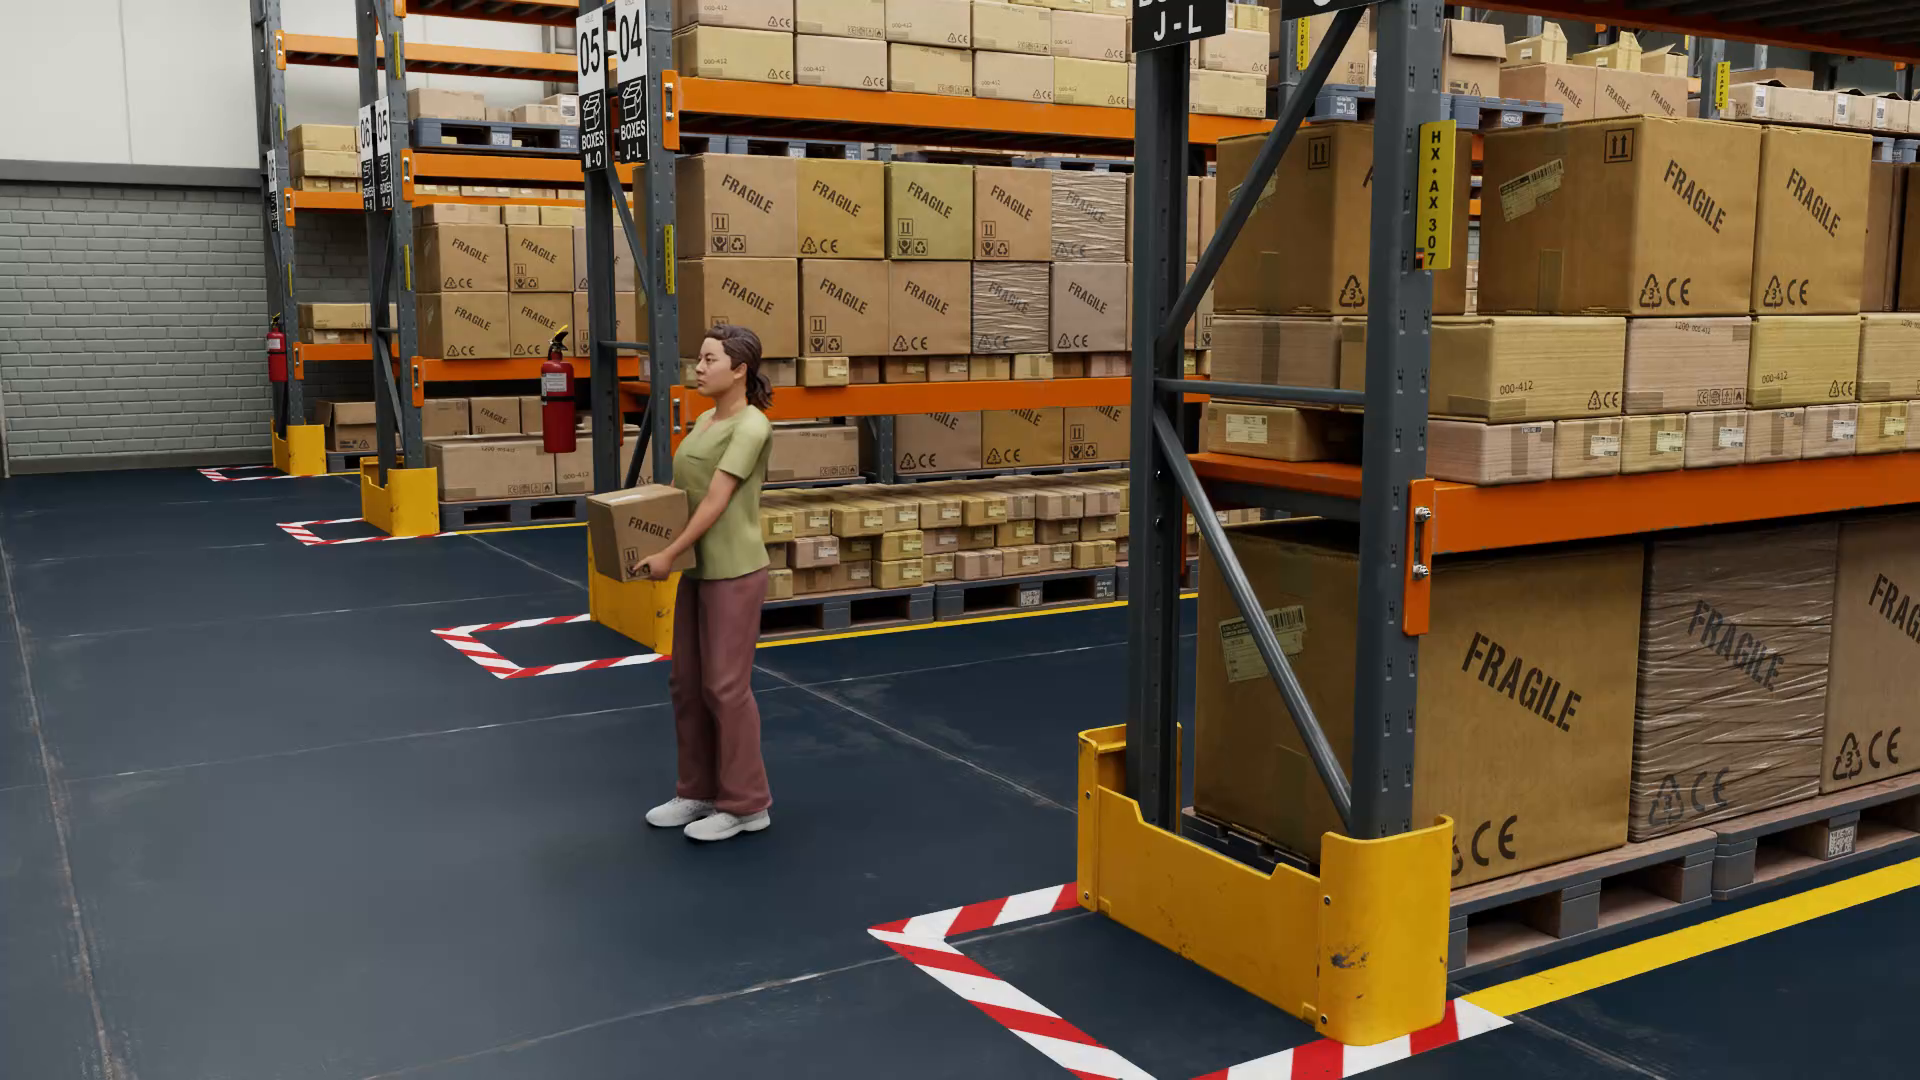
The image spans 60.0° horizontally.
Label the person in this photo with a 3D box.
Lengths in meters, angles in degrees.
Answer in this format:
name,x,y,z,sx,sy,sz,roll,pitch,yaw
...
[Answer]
name,x,y,z,sx,sy,sz,roll,pitch,yaw
person,-0.849,0.136,5.431,0.548,1.667,0.421,-5,10,-31
